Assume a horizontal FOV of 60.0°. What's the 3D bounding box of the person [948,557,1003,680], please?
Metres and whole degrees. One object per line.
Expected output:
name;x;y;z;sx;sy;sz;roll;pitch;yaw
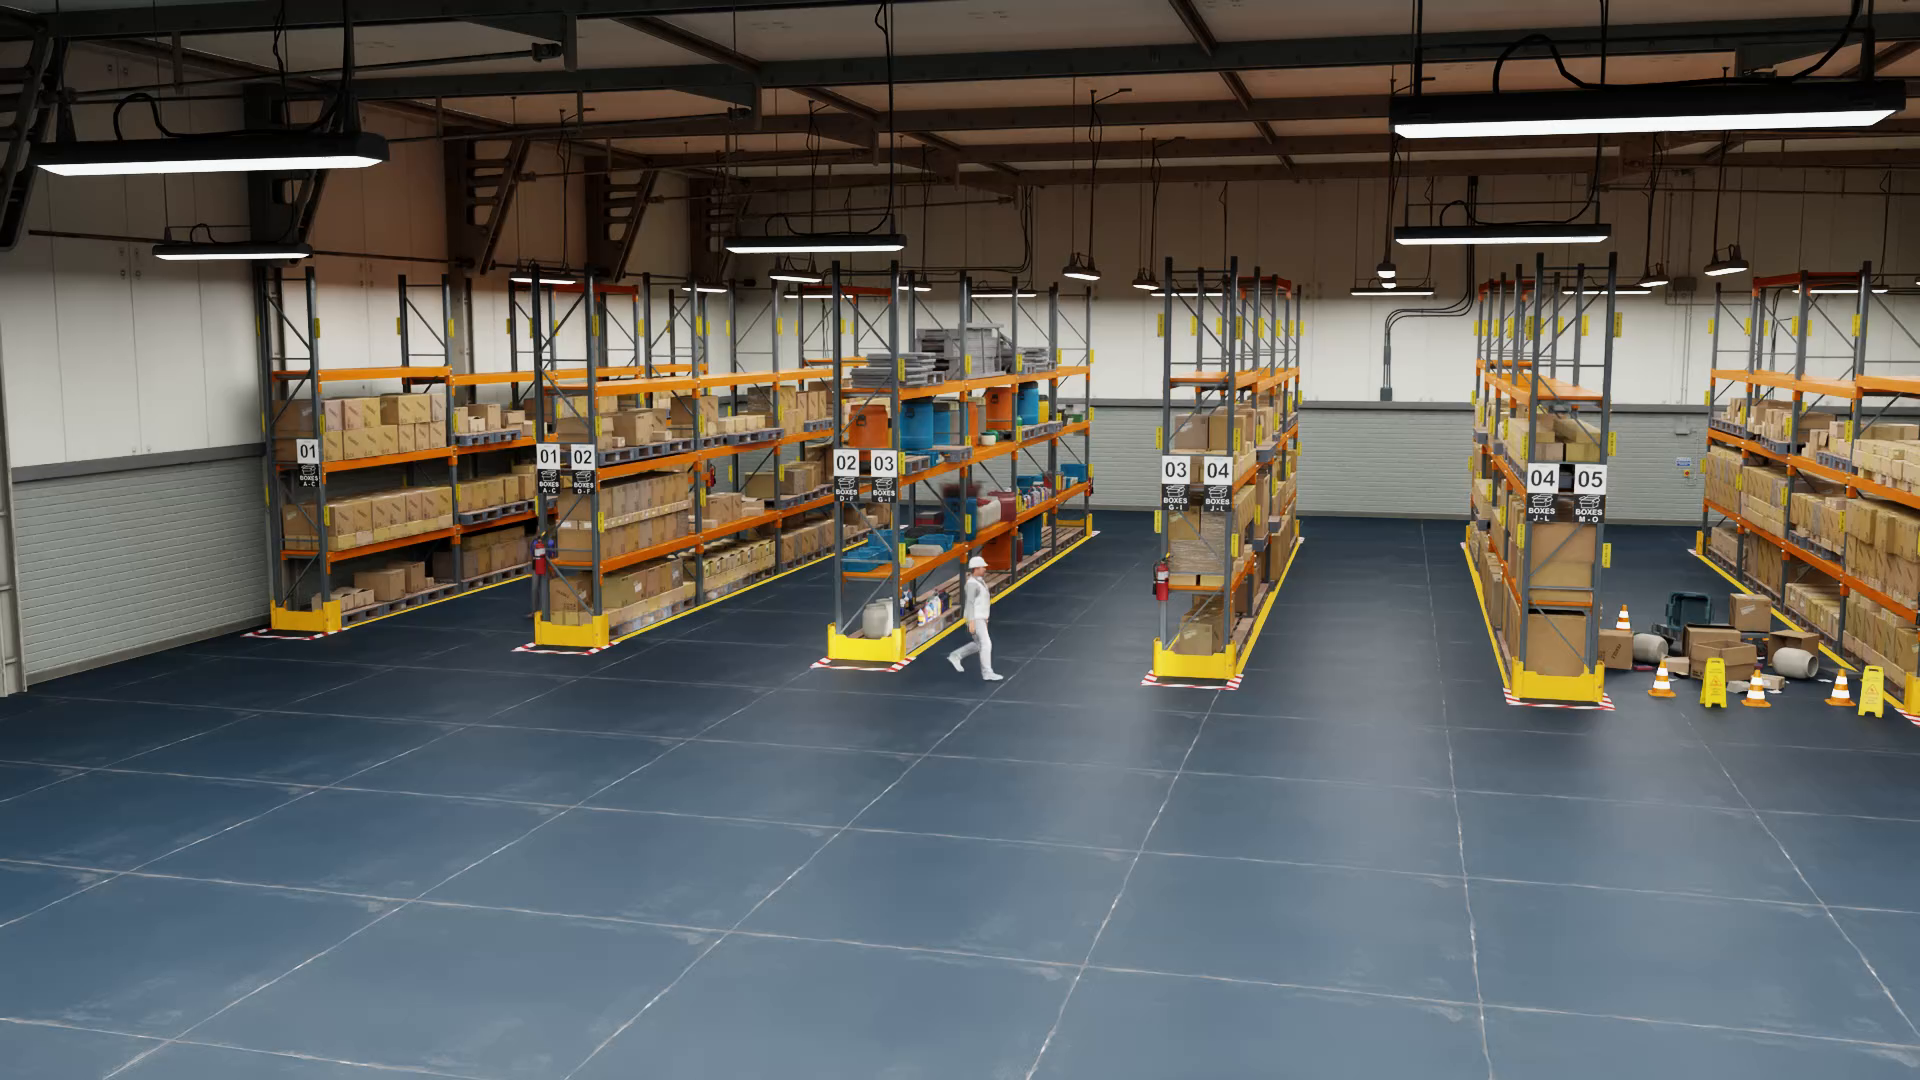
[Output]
person;0.224;1.107;23.869;0.850;1.752;0.560;1;7;11

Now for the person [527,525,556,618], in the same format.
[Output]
person;-7.286;0.516;29.065;0.479;1.612;0.908;0;7;0
